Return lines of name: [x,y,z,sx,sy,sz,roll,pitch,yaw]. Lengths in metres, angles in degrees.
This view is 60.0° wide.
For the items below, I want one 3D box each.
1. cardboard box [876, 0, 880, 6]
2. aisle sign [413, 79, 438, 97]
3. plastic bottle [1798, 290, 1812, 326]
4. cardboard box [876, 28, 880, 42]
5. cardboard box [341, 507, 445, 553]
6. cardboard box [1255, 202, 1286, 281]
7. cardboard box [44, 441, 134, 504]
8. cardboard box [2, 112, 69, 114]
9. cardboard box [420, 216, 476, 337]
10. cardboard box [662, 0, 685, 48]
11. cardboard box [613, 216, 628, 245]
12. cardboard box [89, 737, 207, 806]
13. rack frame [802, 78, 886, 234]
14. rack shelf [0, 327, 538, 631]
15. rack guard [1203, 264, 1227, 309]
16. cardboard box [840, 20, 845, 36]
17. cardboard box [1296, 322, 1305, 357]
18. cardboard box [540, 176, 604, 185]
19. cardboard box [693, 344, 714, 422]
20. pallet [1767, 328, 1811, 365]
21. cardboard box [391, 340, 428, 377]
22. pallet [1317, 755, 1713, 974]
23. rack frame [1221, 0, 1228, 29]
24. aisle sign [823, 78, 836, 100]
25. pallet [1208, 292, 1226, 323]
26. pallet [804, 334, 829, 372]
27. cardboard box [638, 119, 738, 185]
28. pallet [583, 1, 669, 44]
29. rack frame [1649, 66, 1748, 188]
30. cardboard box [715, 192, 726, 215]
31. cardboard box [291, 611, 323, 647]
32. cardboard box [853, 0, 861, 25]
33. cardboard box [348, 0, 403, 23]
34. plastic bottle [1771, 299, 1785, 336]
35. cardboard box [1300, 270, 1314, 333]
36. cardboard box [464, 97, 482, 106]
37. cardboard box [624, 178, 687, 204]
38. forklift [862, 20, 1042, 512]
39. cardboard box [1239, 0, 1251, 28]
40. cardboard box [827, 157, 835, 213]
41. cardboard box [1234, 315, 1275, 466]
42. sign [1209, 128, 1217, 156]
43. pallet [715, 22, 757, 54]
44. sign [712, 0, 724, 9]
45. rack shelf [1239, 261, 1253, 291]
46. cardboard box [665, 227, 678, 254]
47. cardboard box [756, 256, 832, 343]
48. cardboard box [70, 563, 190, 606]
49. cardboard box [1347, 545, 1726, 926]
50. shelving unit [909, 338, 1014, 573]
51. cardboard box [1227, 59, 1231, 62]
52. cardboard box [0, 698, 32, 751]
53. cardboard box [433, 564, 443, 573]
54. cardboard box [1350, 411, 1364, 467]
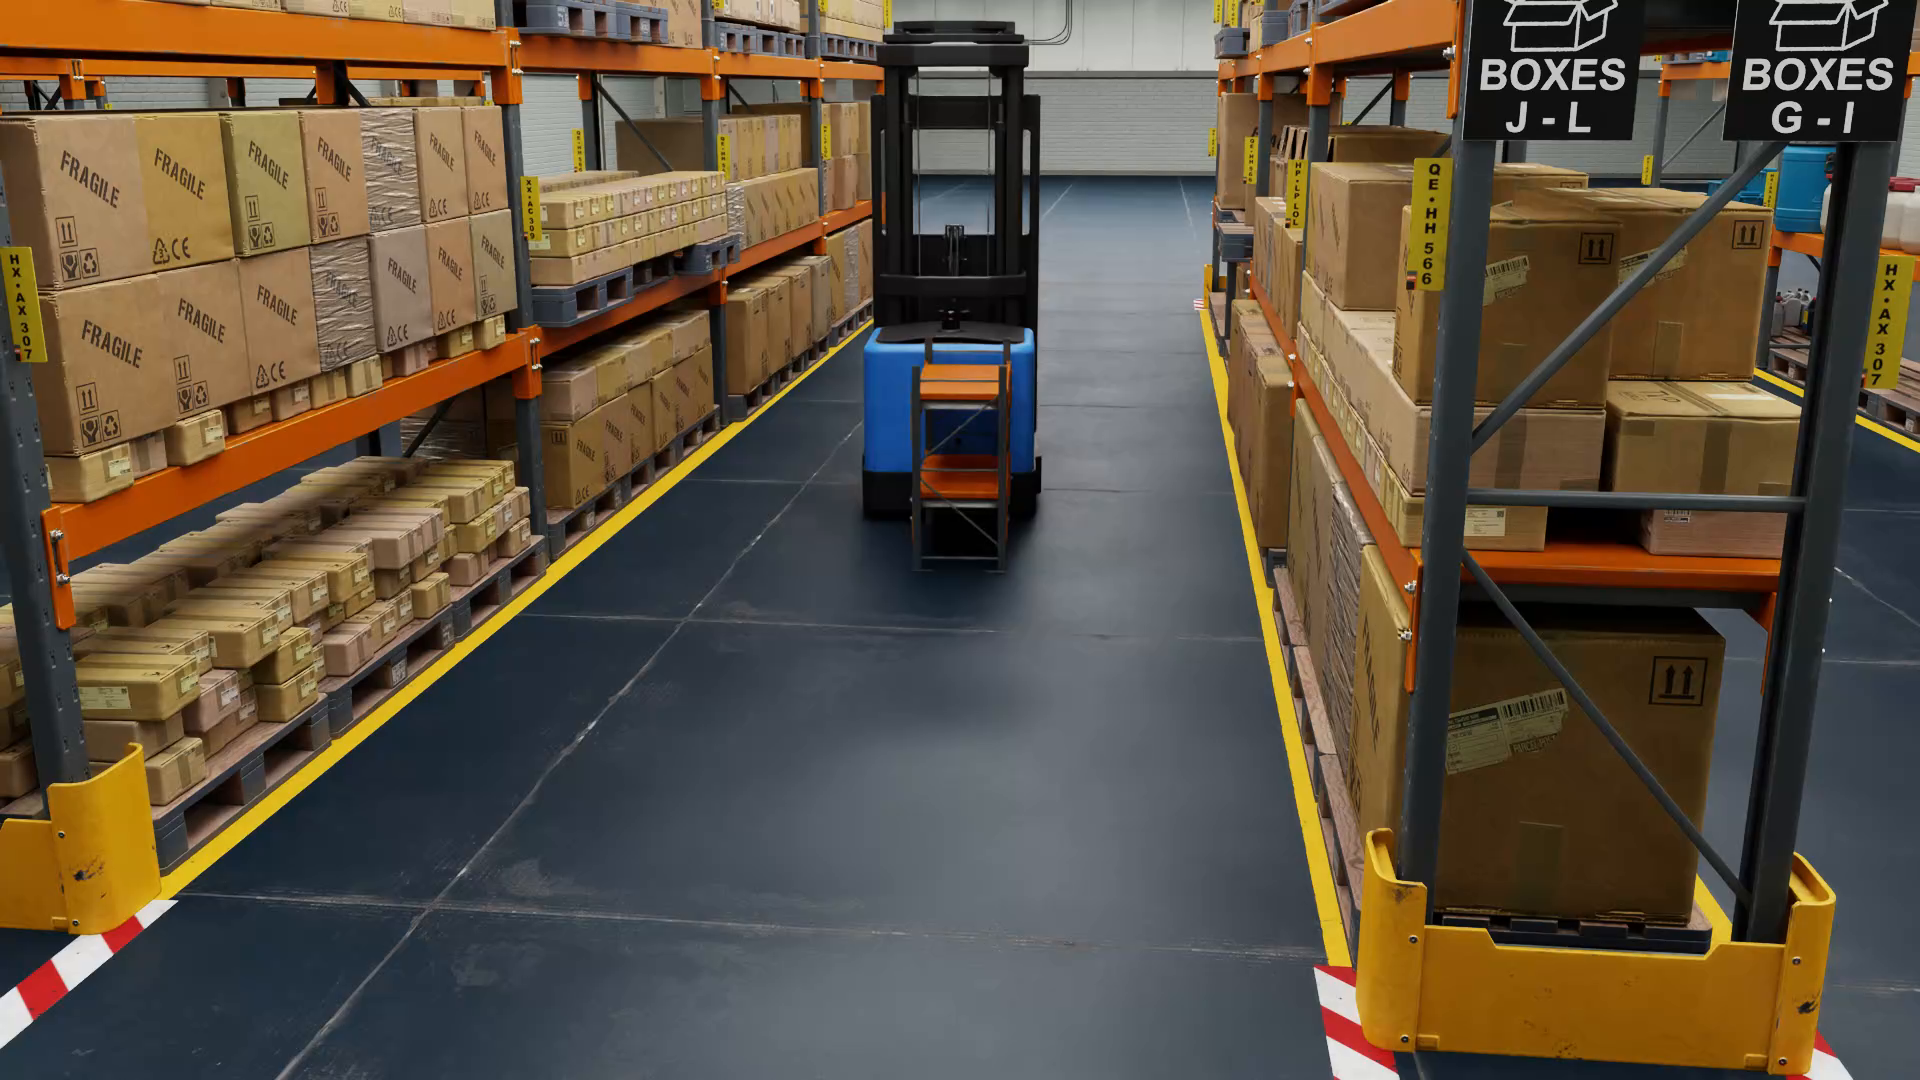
cardboard box: [-1.129,-6.216,19.115,0.380,0.149,0.250,2,15,7]
aisle sign: [-6.630,-5.815,20.441,0.394,0.787,0.004,2,15,6]
plastic bottle: [8.561,-2.350,16.838,0.144,0.351,0.185,2,15,6]
cardboard box: [-1.129,-5.832,19.221,0.380,0.149,0.250,2,15,7]
cardboard box: [-2.590,-0.047,7.606,0.380,0.149,0.250,1,15,4]
cardboard box: [2.234,-1.965,10.990,0.500,0.500,0.500,1,15,5]
cardboard box: [-2.842,-0.219,5.206,0.380,0.149,0.250,2,15,6]
cardboard box: [-3.343,-1.198,5.668,0.500,0.500,0.500,1,15,4]
cardboard box: [-2.586,-1.227,7.691,0.500,0.500,0.500,1,15,5]
cardboard box: [-2.157,-3.551,11.111,0.500,0.500,0.500,2,15,6]
cardboard box: [-2.167,-1.819,9.748,0.380,0.149,0.250,1,15,4]
cardboard box: [-2.827,0.781,5.683,0.380,0.149,0.250,2,15,7]
rack frame: [-1.399,-4.416,20.245,1.000,3.000,0.127,2,15,6]
rack shelf: [-2.979,-0.437,6.911,1.077,0.370,4.000,2,15,6]
rack guard: [3.510,-3.017,19.861,1.175,0.500,0.348,2,15,6]
cardboard box: [-1.386,-5.237,17.022,0.380,0.149,0.250,1,15,5]
cardboard box: [1.800,-0.943,7.883,0.380,0.149,0.250,2,15,6]
cardboard box: [-2.636,-2.393,11.303,0.380,0.149,0.250,1,15,4]
cardboard box: [-2.116,-1.158,12.184,0.500,0.500,0.500,2,15,6]
pallet: [8.105,-1.887,16.235,1.003,0.211,1.213,2,15,6]
cardboard box: [-2.617,-0.826,7.451,0.380,0.149,0.250,1,15,4]
pallet: [1.725,1.043,5.401,1.003,0.211,1.213,2,15,6]
rack frame: [3.518,-7.139,18.825,1.000,3.000,0.127,2,15,6]
aisle sign: [-1.689,-5.698,20.006,0.394,0.787,0.004,2,15,6]
pallet: [3.383,-2.668,19.124,1.003,0.211,1.213,2,15,6]
pallet: [-1.862,-1.830,16.024,1.003,0.211,1.213,2,15,6]
cardboard box: [-2.185,-3.119,13.343,0.700,0.500,0.500,1,15,5]
pallet: [-2.463,-3.087,9.944,1.213,0.211,1.003,2,15,6]
rack frame: [8.439,-4.097,19.068,1.000,3.000,0.127,2,15,6]
cardboard box: [-1.905,-2.424,11.987,0.380,0.149,0.250,2,15,7]
cardboard box: [-2.791,0.365,6.652,0.380,0.149,0.250,1,15,4]
cardboard box: [-1.349,-5.660,17.822,0.500,0.250,0.500,2,15,7]
cardboard box: [-2.665,-2.283,6.898,0.500,0.250,0.500,2,15,6]
plastic bottle: [7.918,-2.165,16.153,0.144,0.351,0.185,2,15,6]
cardboard box: [1.851,-1.088,7.657,0.500,0.250,0.500,1,15,5]
cardboard box: [-6.169,-5.071,19.991,0.700,0.500,0.500,1,15,5]
cardboard box: [-2.021,-2.304,10.973,0.380,0.149,0.250,2,15,6]
forklift: [-0.020,-1.912,11.117,1.130,2.935,3.031,0,15,2]
cardboard box: [2.915,-4.787,14.871,0.797,0.503,0.637,1,15,3]
cardboard box: [-1.781,-3.690,17.274,0.875,0.550,0.550,2,15,6]
cardboard box: [2.409,-0.936,10.643,1.225,0.875,0.875,2,15,6]
sign: [2.979,-4.677,19.554,0.100,0.325,0.005,2,15,6]
pallet: [-2.282,-3.866,12.828,1.213,0.211,1.003,2,15,9]
sign: [-1.763,-4.022,12.052,0.100,0.325,0.005,2,15,6]
rack shelf: [2.841,-2.340,13.947,1.077,0.370,4.000,2,15,6]
cardboard box: [-2.050,-1.948,10.797,0.380,0.149,0.250,2,15,8]
cardboard box: [-1.831,-2.331,16.042,1.050,0.750,0.750,2,15,6]
cardboard box: [-3.341,0.205,6.676,0.380,0.149,0.250,2,15,8]
cardboard box: [1.705,0.561,5.106,0.875,0.875,0.875,2,15,6]
shelving unit: [0.021,-0.502,9.364,0.538,1.125,1.048,1,15,3]
cardboard box: [2.980,-4.975,16.854,0.500,0.250,0.500,2,15,6]
cardboard box: [-3.428,0.619,5.714,0.380,0.149,0.250,1,15,5]
cardboard box: [-2.687,0.182,7.899,0.380,0.149,0.250,1,15,5]
cardboard box: [1.539,-0.339,5.651,0.380,0.149,0.250,1,15,5]
